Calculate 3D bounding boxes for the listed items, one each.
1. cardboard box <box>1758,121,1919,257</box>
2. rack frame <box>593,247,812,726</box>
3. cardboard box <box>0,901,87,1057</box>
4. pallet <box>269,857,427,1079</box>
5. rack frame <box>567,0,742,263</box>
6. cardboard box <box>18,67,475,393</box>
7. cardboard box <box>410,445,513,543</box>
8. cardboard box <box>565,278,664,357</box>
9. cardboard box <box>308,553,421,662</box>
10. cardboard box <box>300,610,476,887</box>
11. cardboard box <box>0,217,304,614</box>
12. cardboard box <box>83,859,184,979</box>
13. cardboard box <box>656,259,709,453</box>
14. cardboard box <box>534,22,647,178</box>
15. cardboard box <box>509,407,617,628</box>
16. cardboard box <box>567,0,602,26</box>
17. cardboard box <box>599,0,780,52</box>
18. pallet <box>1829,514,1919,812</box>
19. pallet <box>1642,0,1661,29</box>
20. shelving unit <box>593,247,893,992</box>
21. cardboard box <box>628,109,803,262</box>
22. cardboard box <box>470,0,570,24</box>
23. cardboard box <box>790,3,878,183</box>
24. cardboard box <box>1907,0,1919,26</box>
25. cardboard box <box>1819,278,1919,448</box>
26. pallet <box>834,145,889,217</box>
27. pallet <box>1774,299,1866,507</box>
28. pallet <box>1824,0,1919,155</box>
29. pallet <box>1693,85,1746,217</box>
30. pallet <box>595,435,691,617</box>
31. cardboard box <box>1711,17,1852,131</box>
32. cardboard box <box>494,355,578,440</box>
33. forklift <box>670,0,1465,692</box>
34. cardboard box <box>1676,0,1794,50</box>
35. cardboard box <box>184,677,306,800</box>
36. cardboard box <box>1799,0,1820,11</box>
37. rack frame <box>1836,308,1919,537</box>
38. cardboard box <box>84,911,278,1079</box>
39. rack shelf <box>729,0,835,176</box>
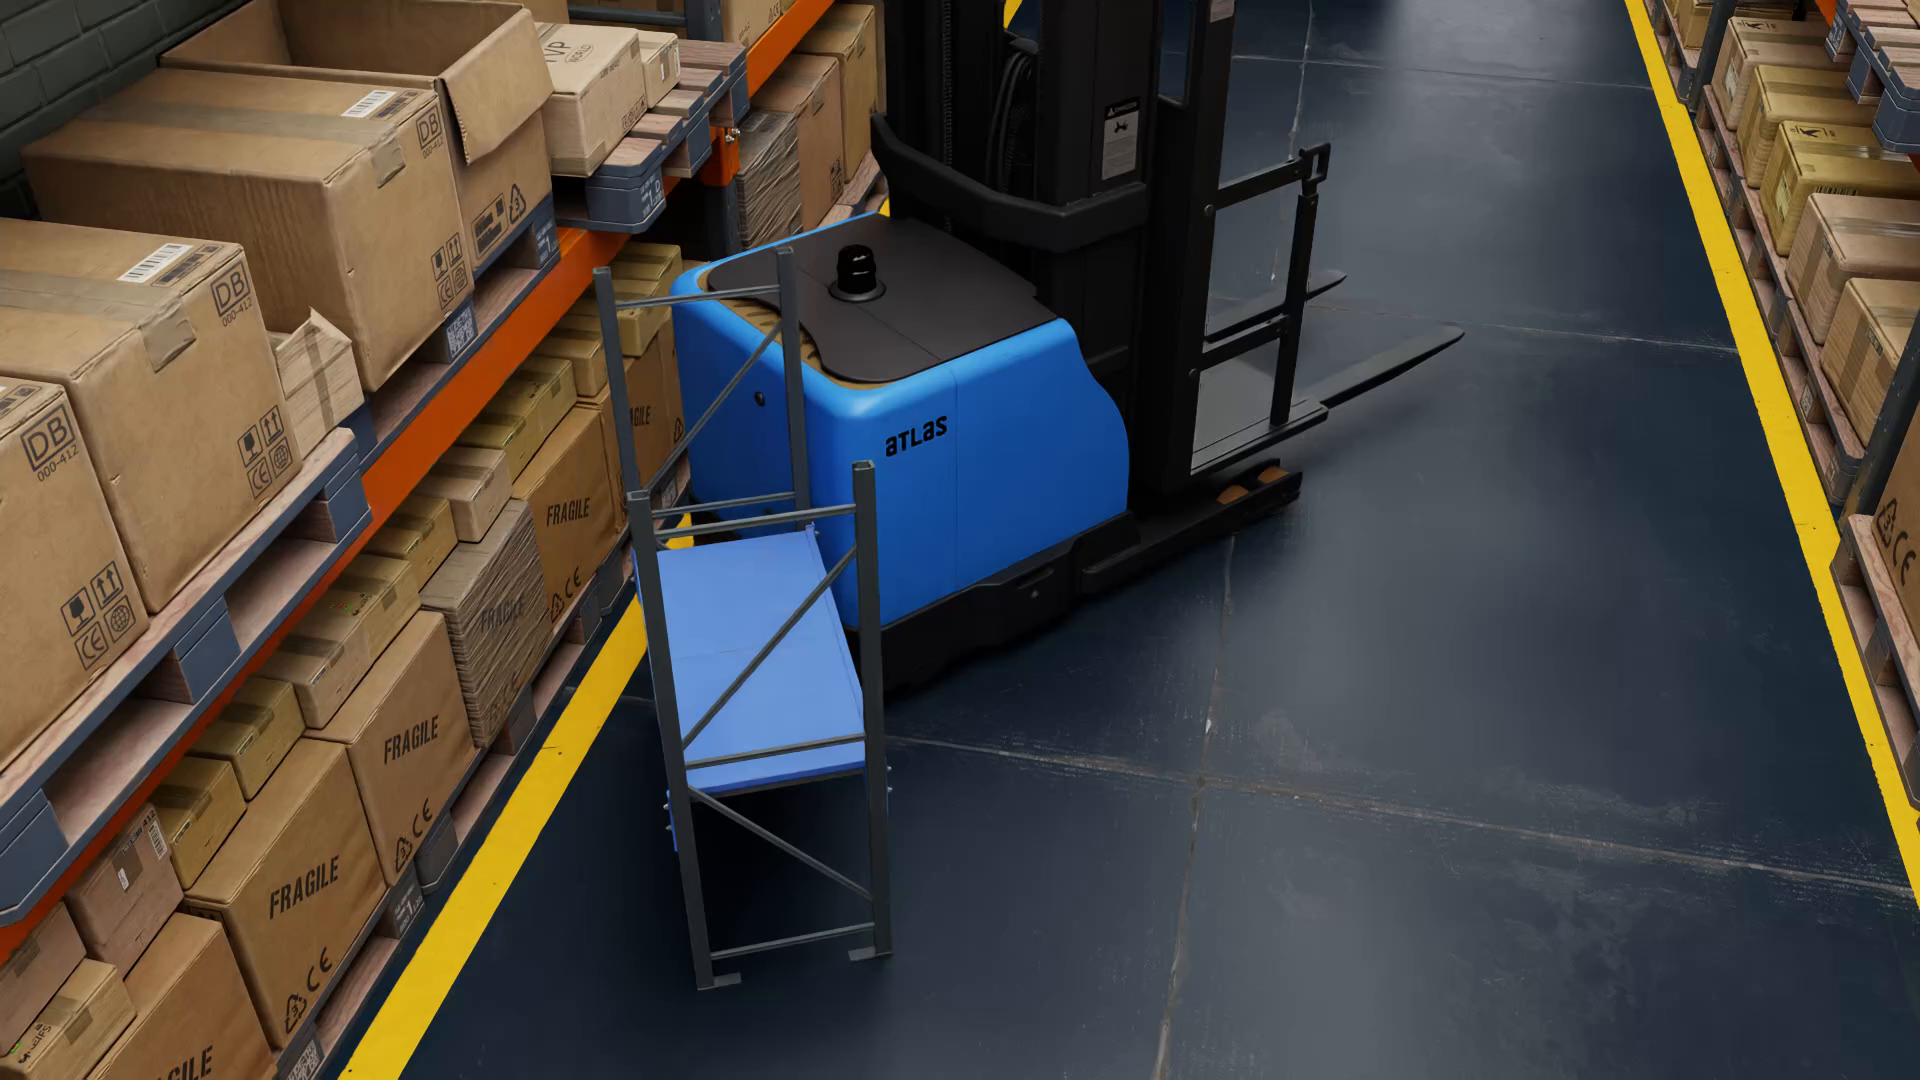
[{"bbox_3d":[3.993,-1.457,7.085,0.950,0.372,0.625,8,37,12],"label":"cardboard box"},{"bbox_3d":[-0.665,-0.094,4.601,0.500,1.500,0.032,-8,37,-11],"label":"rack frame"},{"bbox_3d":[-1.882,0.782,3.081,0.380,0.149,0.250,7,36,9],"label":"cardboard box"},{"bbox_3d":[-2.022,1.161,3.968,1.003,0.211,1.213,7,37,10],"label":"pallet"},{"bbox_3d":[-1.305,-1.790,5.664,1.000,3.000,0.127,7,37,10],"label":"rack frame"},{"bbox_3d":[-1.559,-0.704,3.722,0.700,0.500,0.500,7,37,10],"label":"cardboard box"},{"bbox_3d":[-1.473,-0.139,4.605,0.380,0.149,0.250,6,36,8],"label":"cardboard box"},{"bbox_3d":[-1.191,-0.735,5.428,0.380,0.149,0.250,6,36,8],"label":"cardboard box"},{"bbox_3d":[-1.605,0.154,4.201,0.380,0.149,0.250,9,37,12],"label":"cardboard box"},{"bbox_3d":[-1.621,0.504,4.271,0.500,0.500,0.500,6,36,9],"label":"cardboard box"},{"bbox_3d":[-1.726,-0.254,3.101,0.700,0.500,0.500,8,37,10],"label":"cardboard box"},{"bbox_3d":[-1.839,0.742,3.390,0.380,0.149,0.250,6,36,9],"label":"cardboard box"},{"bbox_3d":[-1.185,-0.679,5.903,0.500,0.500,0.500,8,37,11],"label":"cardboard box"},{"bbox_3d":[-1.214,-1.254,4.694,0.500,0.250,0.500,6,36,8],"label":"cardboard box"},{"bbox_3d":[-1.411,-0.093,5.094,0.500,0.500,0.500,9,37,12],"label":"cardboard box"},{"bbox_3d":[-1.458,-2.019,6.108,0.500,0.250,0.500,7,36,9],"label":"cardboard box"},{"bbox_3d":[-0.971,-1.953,6.017,0.500,0.250,0.500,7,37,10],"label":"cardboard box"},{"bbox_3d":[3.303,0.402,5.016,1.003,0.211,1.213,7,37,10],"label":"pallet"},{"bbox_3d":[4.767,-3.425,10.296,1.003,0.211,1.213,7,37,10],"label":"pallet"},{"bbox_3d":[-0.542,0.196,4.202,0.538,1.500,1.048,-8,37,-11],"label":"shelving unit"},{"bbox_3d":[-1.158,-1.355,6.729,0.875,0.625,0.625,8,37,11],"label":"cardboard box"},{"bbox_3d":[-1.567,-1.725,5.131,0.500,0.500,0.500,9,37,12],"label":"cardboard box"},{"bbox_3d":[-0.882,-2.116,7.779,0.875,0.625,0.625,6,36,8],"label":"cardboard box"},{"bbox_3d":[3.382,-1.769,5.491,0.380,0.149,0.250,7,37,10],"label":"cardboard box"},{"bbox_3d":[3.676,-0.599,5.902,0.950,0.372,0.625,5,36,7],"label":"cardboard box"},{"bbox_3d":[-0.828,-1.825,8.089,1.003,0.211,1.213,7,37,10],"label":"pallet"},{"bbox_3d":[3.714,-0.489,6.245,1.003,0.211,1.213,7,37,10],"label":"pallet"},{"bbox_3d":[3.594,-1.514,5.447,1.213,0.211,1.003,7,37,10],"label":"pallet"},{"bbox_3d":[4.235,-1.888,8.175,1.003,0.211,1.213,7,37,10],"label":"pallet"},{"bbox_3d":[-1.501,-0.238,5.898,1.003,0.211,1.213,7,37,10],"label":"pallet"},{"bbox_3d":[4.290,-2.268,8.205,0.950,0.372,0.625,8,37,11],"label":"cardboard box"},{"bbox_3d":[-1.391,-0.444,5.026,0.380,0.149,0.250,8,37,11],"label":"cardboard box"},{"bbox_3d":[0.578,-1.429,5.224,3.031,2.935,1.130,-25,43,-30],"label":"forklift"},{"bbox_3d":[4.263,-2.893,9.170,0.500,0.250,0.500,9,37,12],"label":"cardboard box"},{"bbox_3d":[-1.750,0.434,3.814,0.380,0.149,0.250,7,36,9],"label":"cardboard box"},{"bbox_3d":[4.790,-3.128,8.856,0.500,0.500,0.500,9,37,12],"label":"cardboard box"},{"bbox_3d":[3.545,-1.170,4.808,1.000,3.000,0.127,7,37,10],"label":"rack frame"},{"bbox_3d":[-1.836,1.096,3.454,0.500,0.500,0.500,9,37,12],"label":"cardboard box"},{"bbox_3d":[-0.877,-2.645,7.457,1.077,0.370,4.000,7,37,10],"label":"rack shelf"}]
